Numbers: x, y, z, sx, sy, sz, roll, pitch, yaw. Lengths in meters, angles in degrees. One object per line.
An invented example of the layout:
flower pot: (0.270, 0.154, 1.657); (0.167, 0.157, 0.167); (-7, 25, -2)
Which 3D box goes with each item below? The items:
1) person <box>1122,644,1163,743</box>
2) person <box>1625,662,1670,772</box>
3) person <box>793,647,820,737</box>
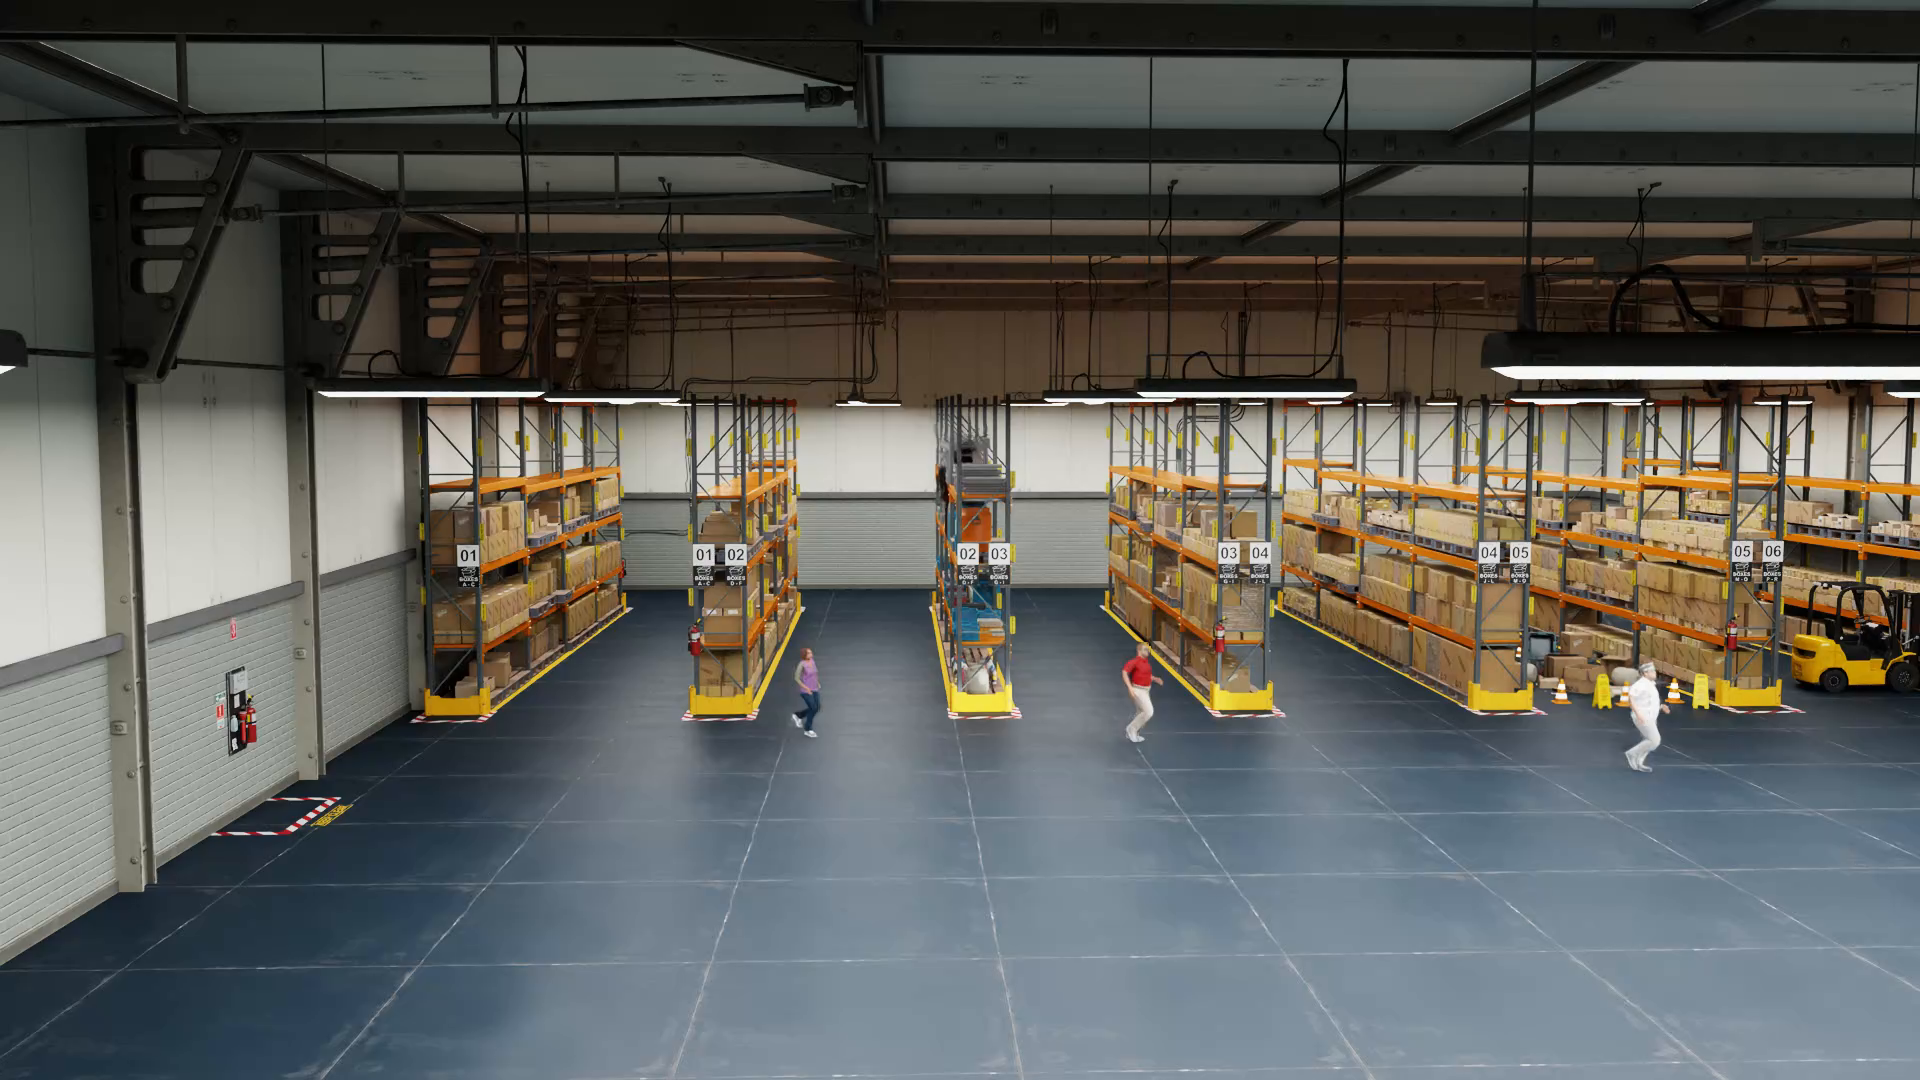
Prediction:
person: (3.159, 2.626, 28.568); (0.608, 1.701, 0.667); (2, 5, 27)
person: (10.860, 2.786, 26.250); (0.592, 1.748, 0.673); (3, 5, 35)
person: (-2.720, 2.658, 29.179); (0.515, 1.569, 0.536); (3, 5, 31)
